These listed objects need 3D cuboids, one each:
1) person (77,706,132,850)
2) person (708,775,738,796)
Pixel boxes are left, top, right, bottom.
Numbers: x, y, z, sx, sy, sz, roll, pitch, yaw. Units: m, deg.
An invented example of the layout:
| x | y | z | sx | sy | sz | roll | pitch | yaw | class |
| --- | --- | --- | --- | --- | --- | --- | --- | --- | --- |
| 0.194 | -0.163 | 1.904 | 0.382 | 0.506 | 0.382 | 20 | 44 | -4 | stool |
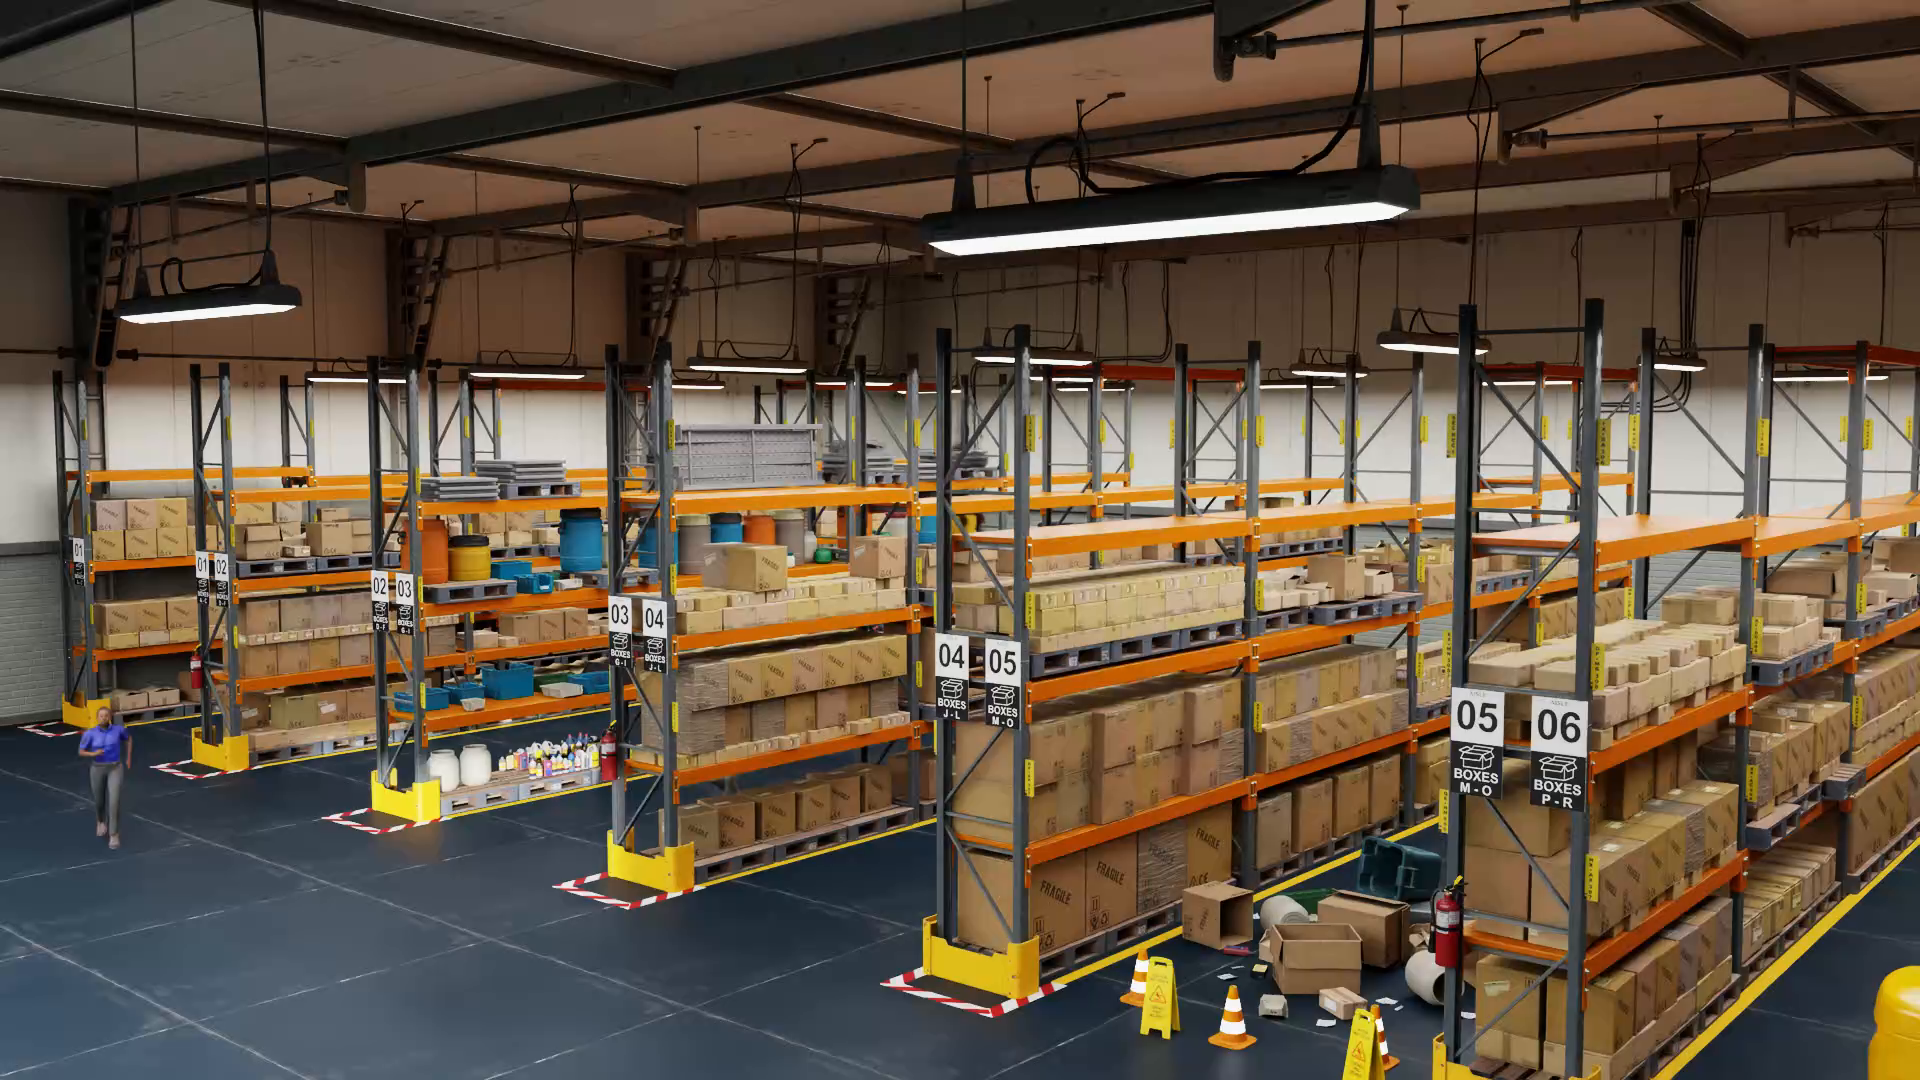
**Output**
| x | y | z | sx | sy | sz | roll | pitch | yaw | class |
| --- | --- | --- | --- | --- | --- | --- | --- | --- | --- |
| -10.420 | 2.857 | 20.287 | 0.595 | 1.685 | 0.870 | -2 | 5 | -28 | person |
| -3.101 | 2.761 | 21.847 | 0.574 | 1.660 | 0.548 | 2 | 5 | 27 | person |
